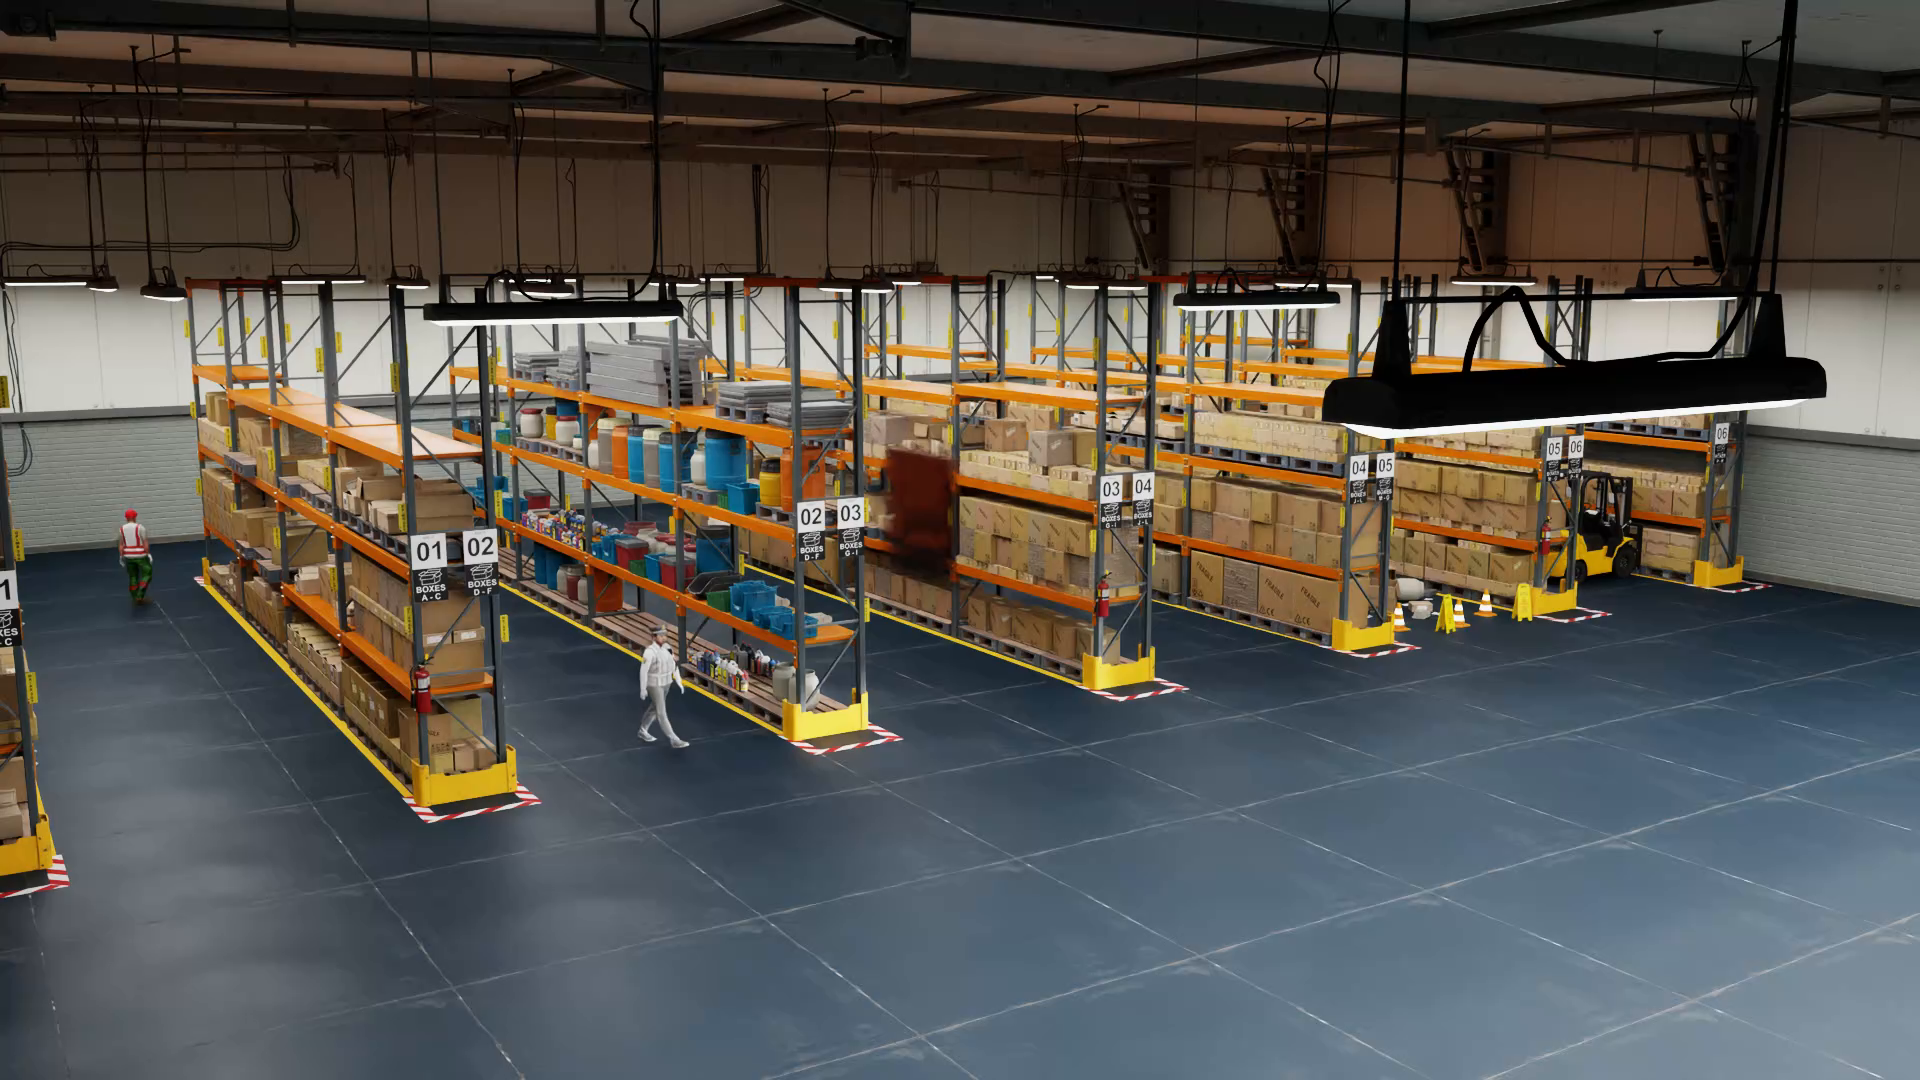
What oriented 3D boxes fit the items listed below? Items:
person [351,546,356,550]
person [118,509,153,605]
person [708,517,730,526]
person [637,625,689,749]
[{"bbox_3d":[-12.896,-0.365,35.501,0.591,1.558,0.746,-4,10,-21],"label":"person"},{"bbox_3d":[-15.261,0.321,30.762,0.589,1.789,0.508,0,10,2],"label":"person"},{"bbox_3d":[-4.723,-0.089,33.143,0.615,1.782,0.589,-6,11,-30],"label":"person"},{"bbox_3d":[-3.858,1.900,21.708,1.027,1.611,0.517,5,11,28],"label":"person"}]
